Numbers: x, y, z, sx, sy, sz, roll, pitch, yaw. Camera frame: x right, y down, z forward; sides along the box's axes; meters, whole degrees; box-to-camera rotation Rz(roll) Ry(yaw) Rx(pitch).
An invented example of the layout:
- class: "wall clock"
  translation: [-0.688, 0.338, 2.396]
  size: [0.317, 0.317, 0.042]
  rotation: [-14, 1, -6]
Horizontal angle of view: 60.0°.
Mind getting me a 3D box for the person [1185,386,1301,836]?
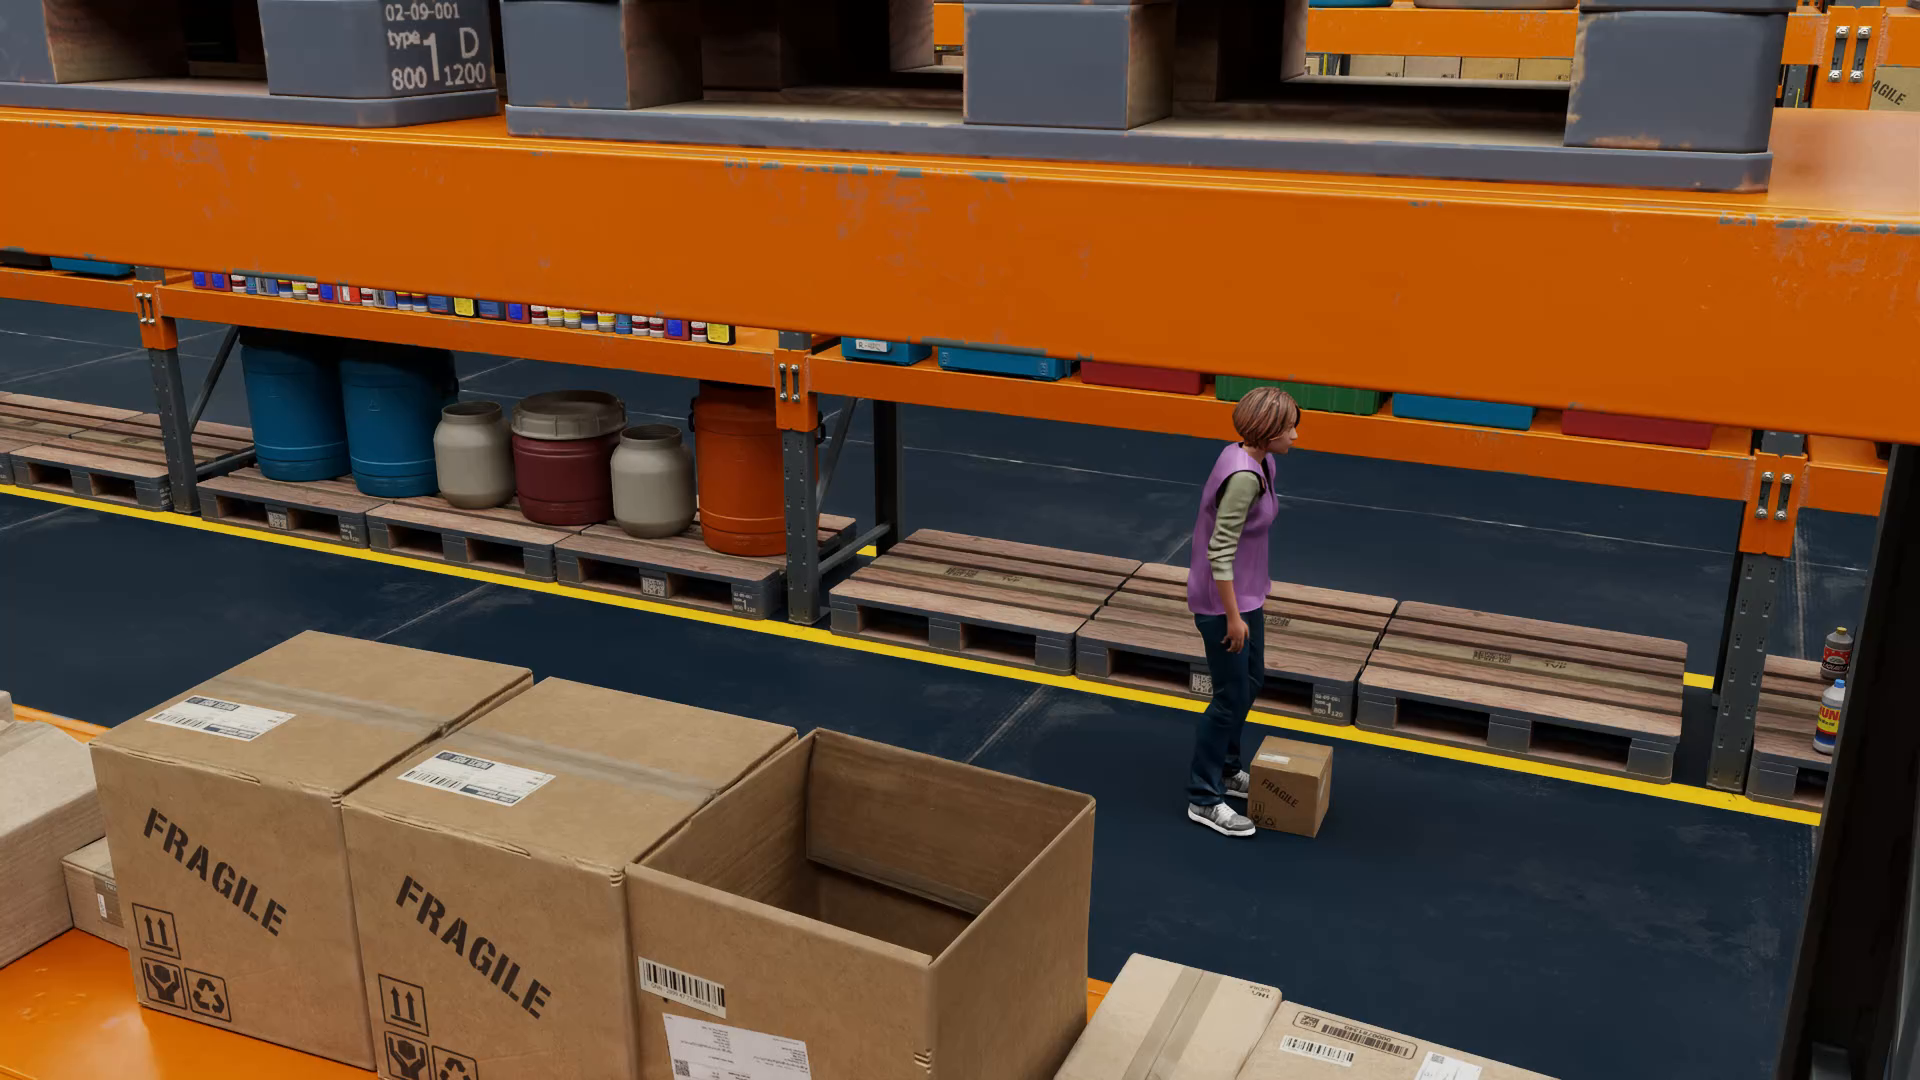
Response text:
- class: "person"
  translation: [0.985, 0.232, 5.923]
  size: [0.343, 1.593, 0.485]
  rotation: [7, 21, 20]
